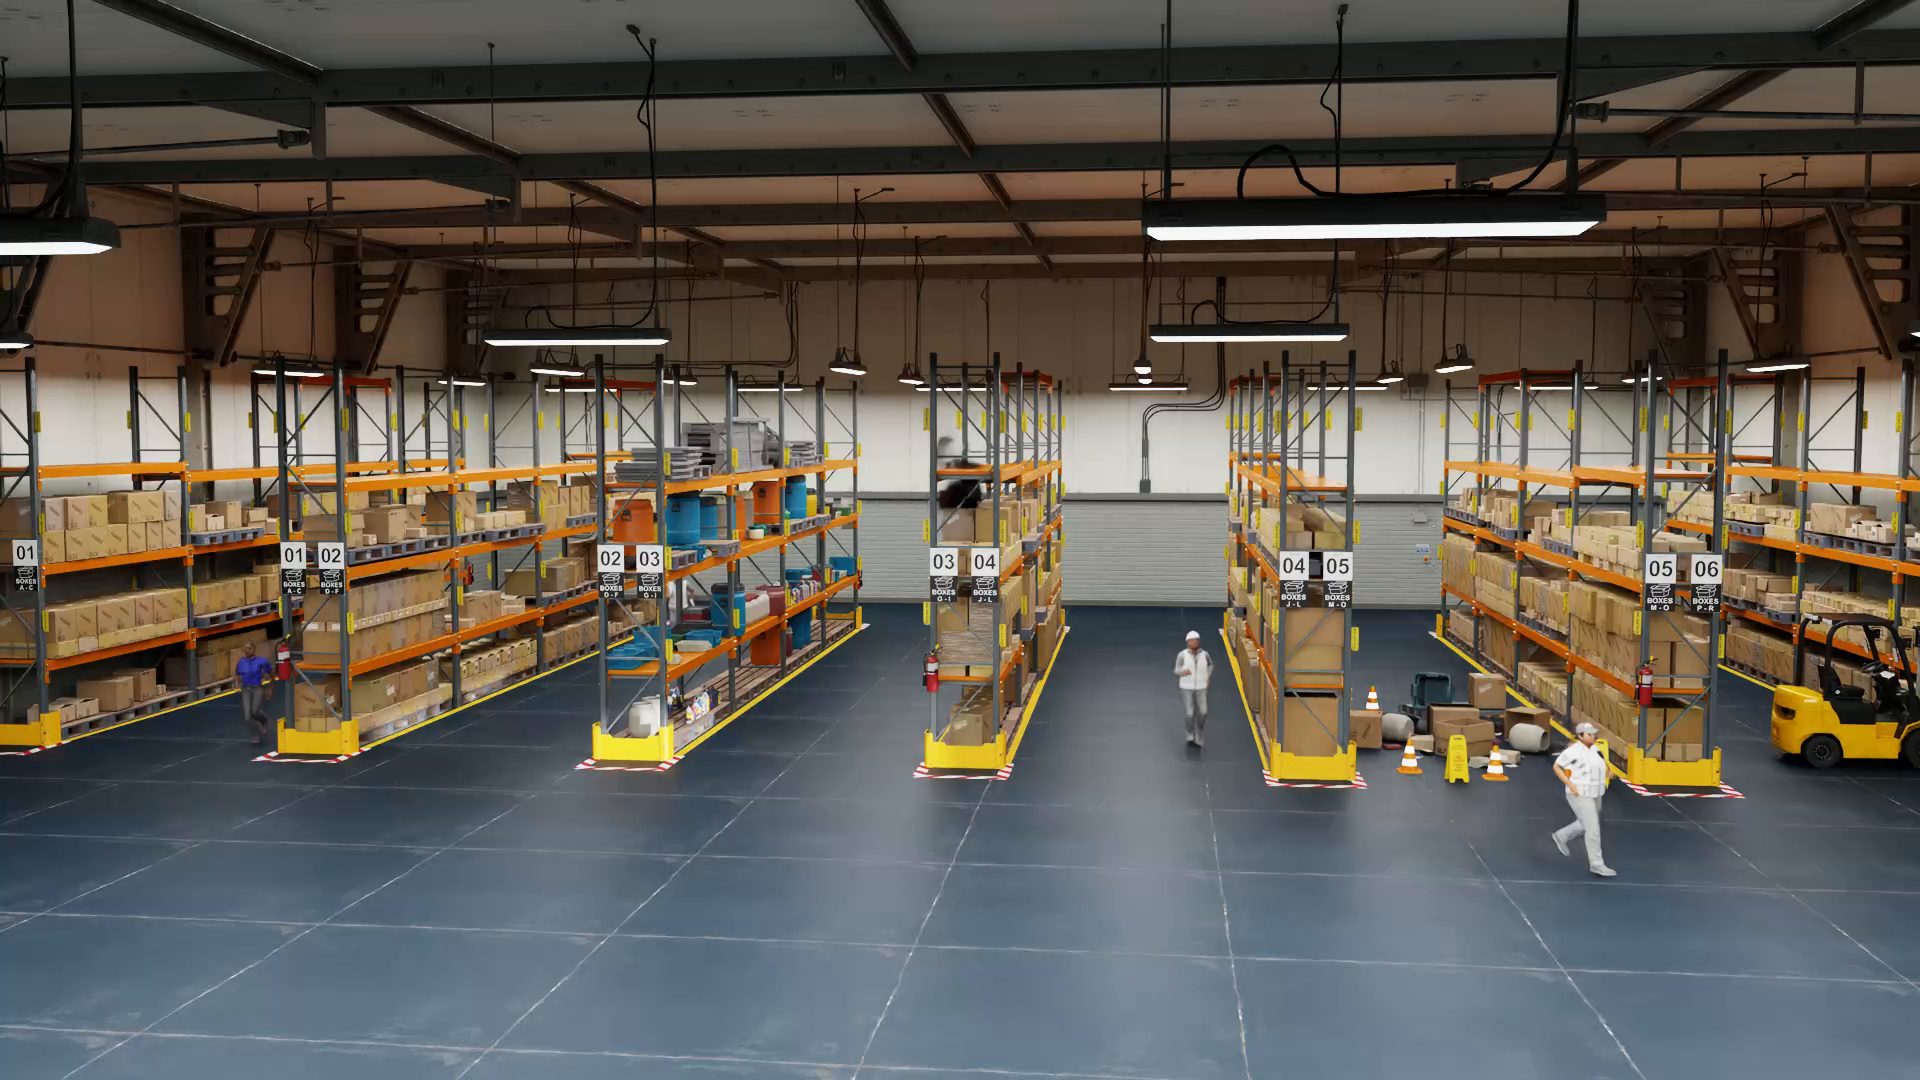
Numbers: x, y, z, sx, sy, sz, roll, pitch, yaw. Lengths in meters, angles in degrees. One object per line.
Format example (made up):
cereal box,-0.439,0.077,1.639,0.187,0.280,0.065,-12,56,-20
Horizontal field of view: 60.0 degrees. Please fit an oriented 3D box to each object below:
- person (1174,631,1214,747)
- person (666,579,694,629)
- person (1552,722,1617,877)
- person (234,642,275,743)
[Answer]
person,3.635,2.309,25.729,0.640,1.789,0.669,0,4,1
person,-6.172,1.532,36.403,0.664,1.843,0.798,0,4,0
person,6.978,2.852,18.579,0.615,1.642,0.899,-3,5,-34
person,-11.023,2.377,25.886,0.585,1.595,0.564,0,4,1
